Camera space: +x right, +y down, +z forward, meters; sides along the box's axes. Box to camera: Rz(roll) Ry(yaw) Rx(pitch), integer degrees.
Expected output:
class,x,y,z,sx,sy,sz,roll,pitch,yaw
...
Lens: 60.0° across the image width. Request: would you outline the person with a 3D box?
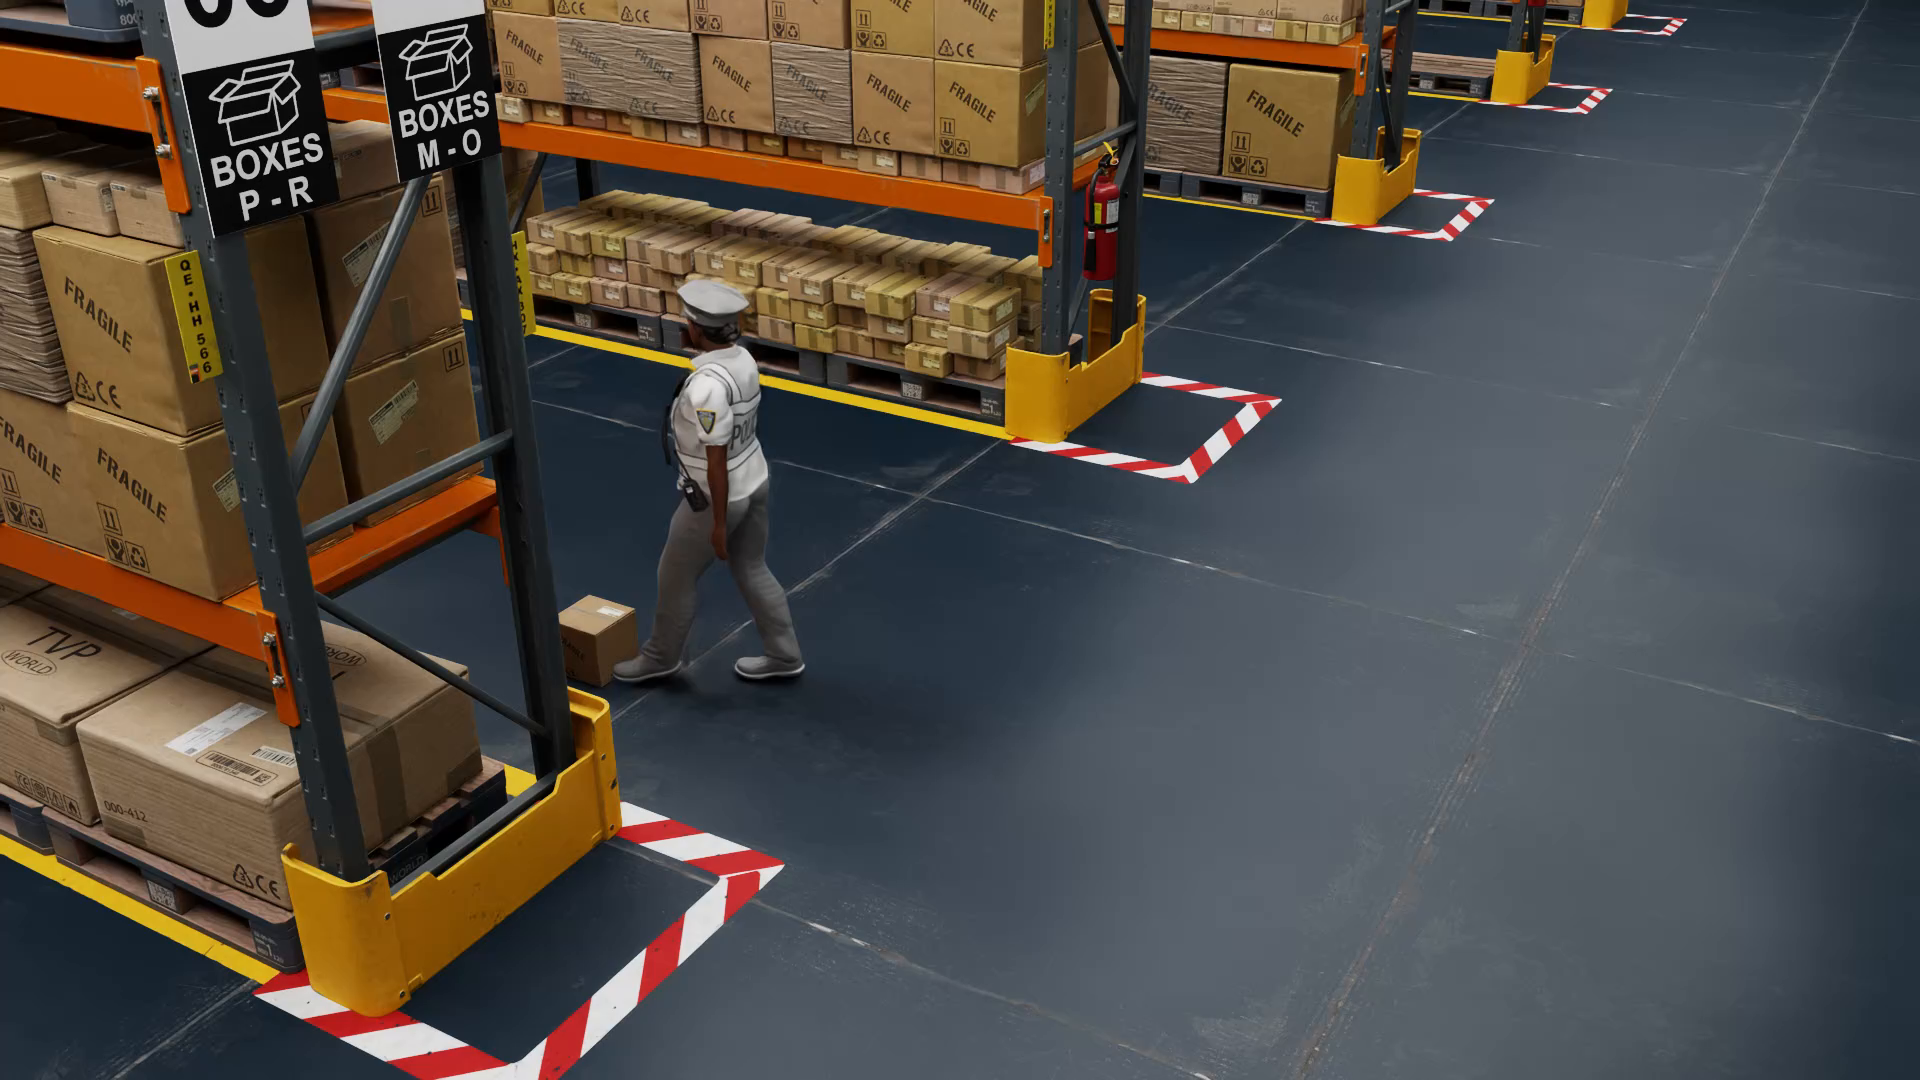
class,x,y,z,sx,sy,sz,roll,pitch,yaw
person,-1.023,-0.191,6.470,0.764,1.659,0.494,9,28,17
